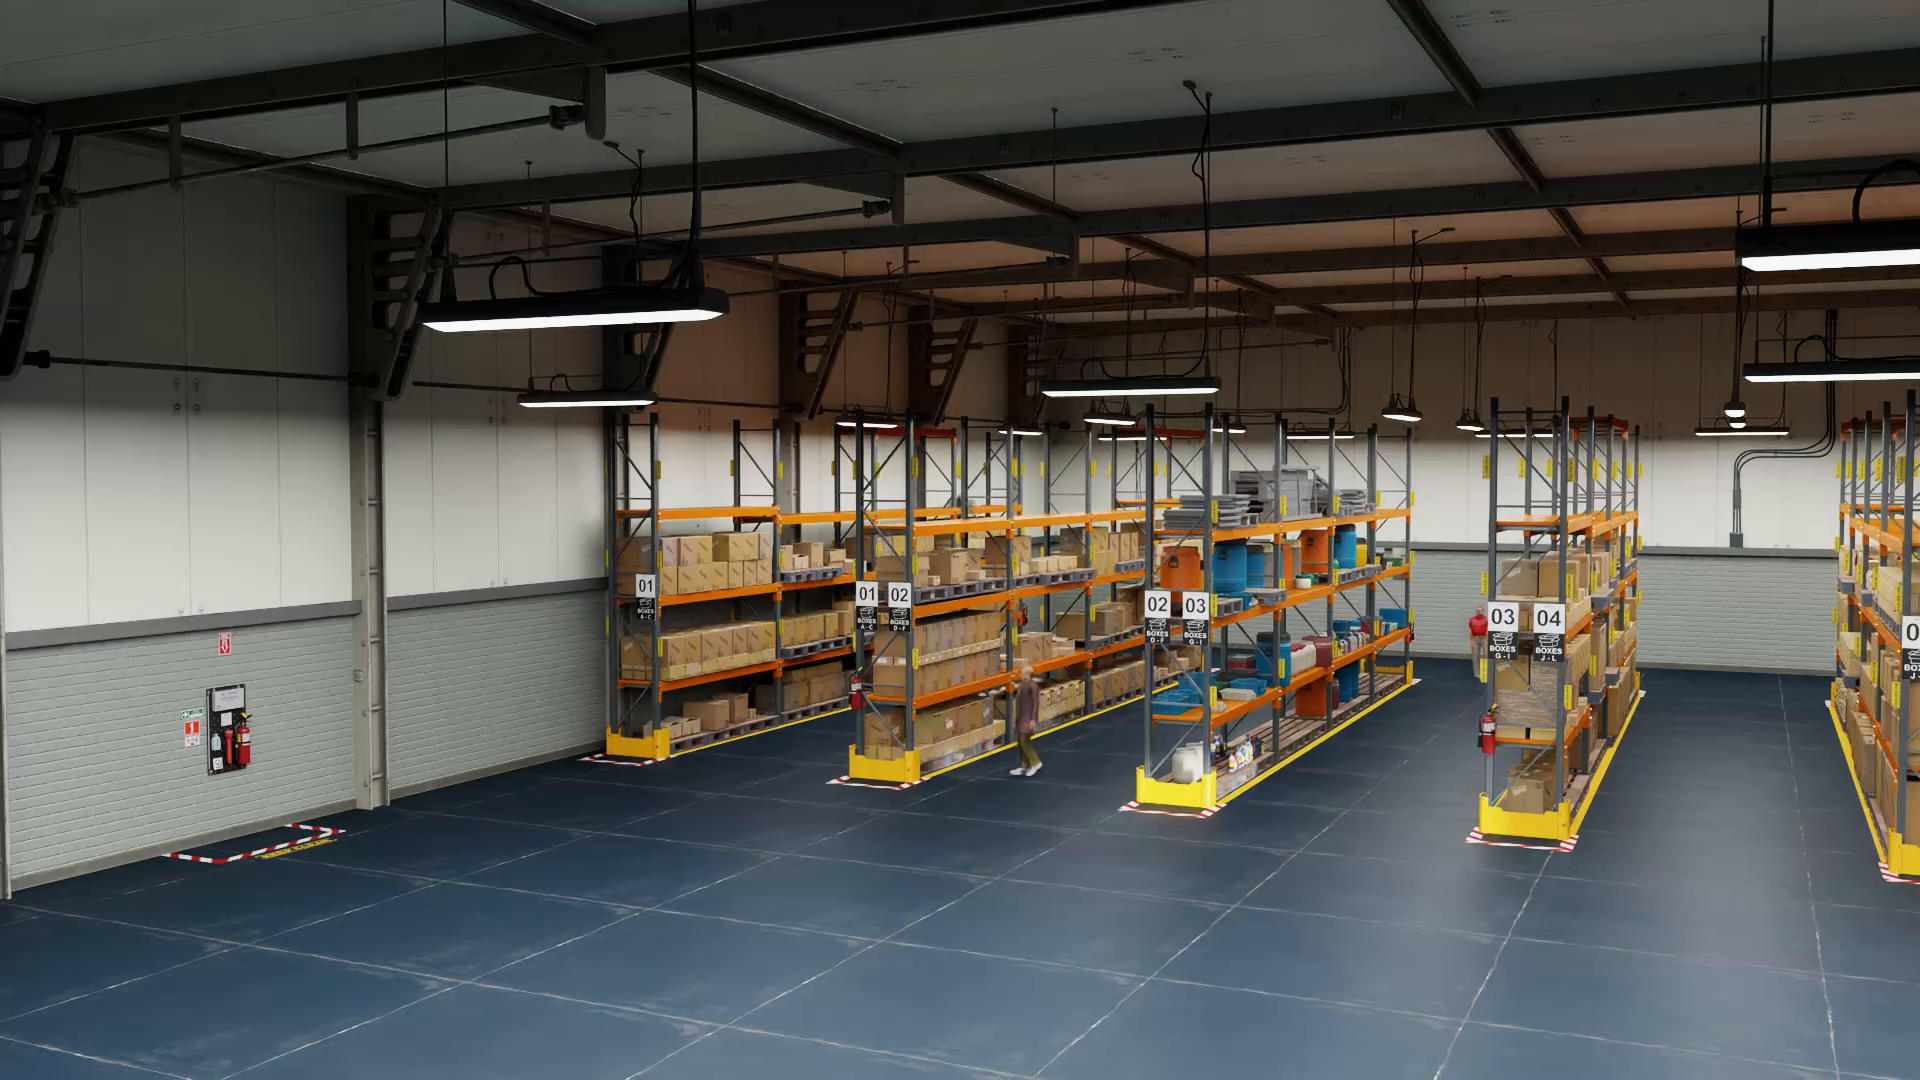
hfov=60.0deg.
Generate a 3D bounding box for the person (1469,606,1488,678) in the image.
[{"bbox_3d":[12.550,2.460,40.002,0.629,1.736,0.431,1,3,27],"label":"person"}]

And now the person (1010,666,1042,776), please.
[{"bbox_3d":[1.077,2.956,27.240,0.487,1.781,0.636,-1,3,-20],"label":"person"}]
